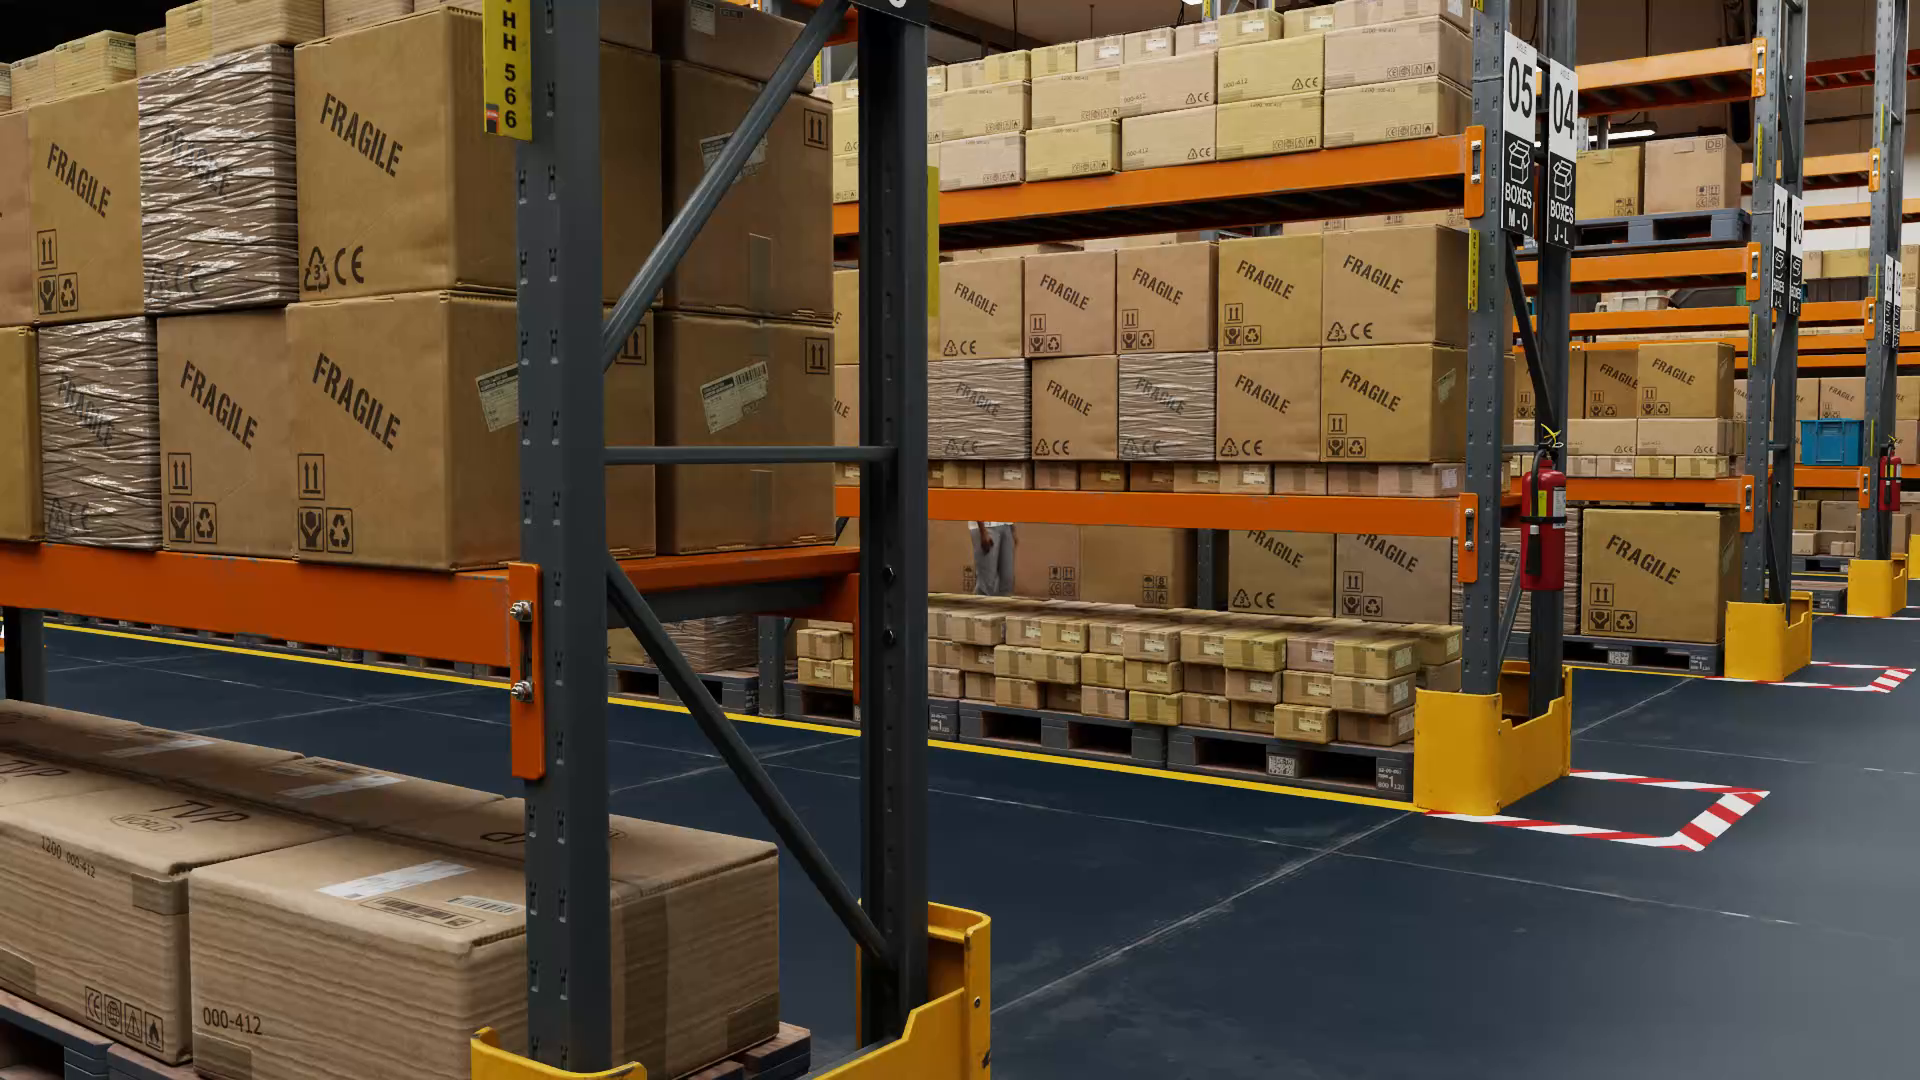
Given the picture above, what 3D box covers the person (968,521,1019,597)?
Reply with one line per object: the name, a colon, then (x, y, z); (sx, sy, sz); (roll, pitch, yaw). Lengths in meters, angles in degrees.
person: (0.275, -0.050, 12.992); (0.391, 1.664, 0.532); (2, 4, 33)
